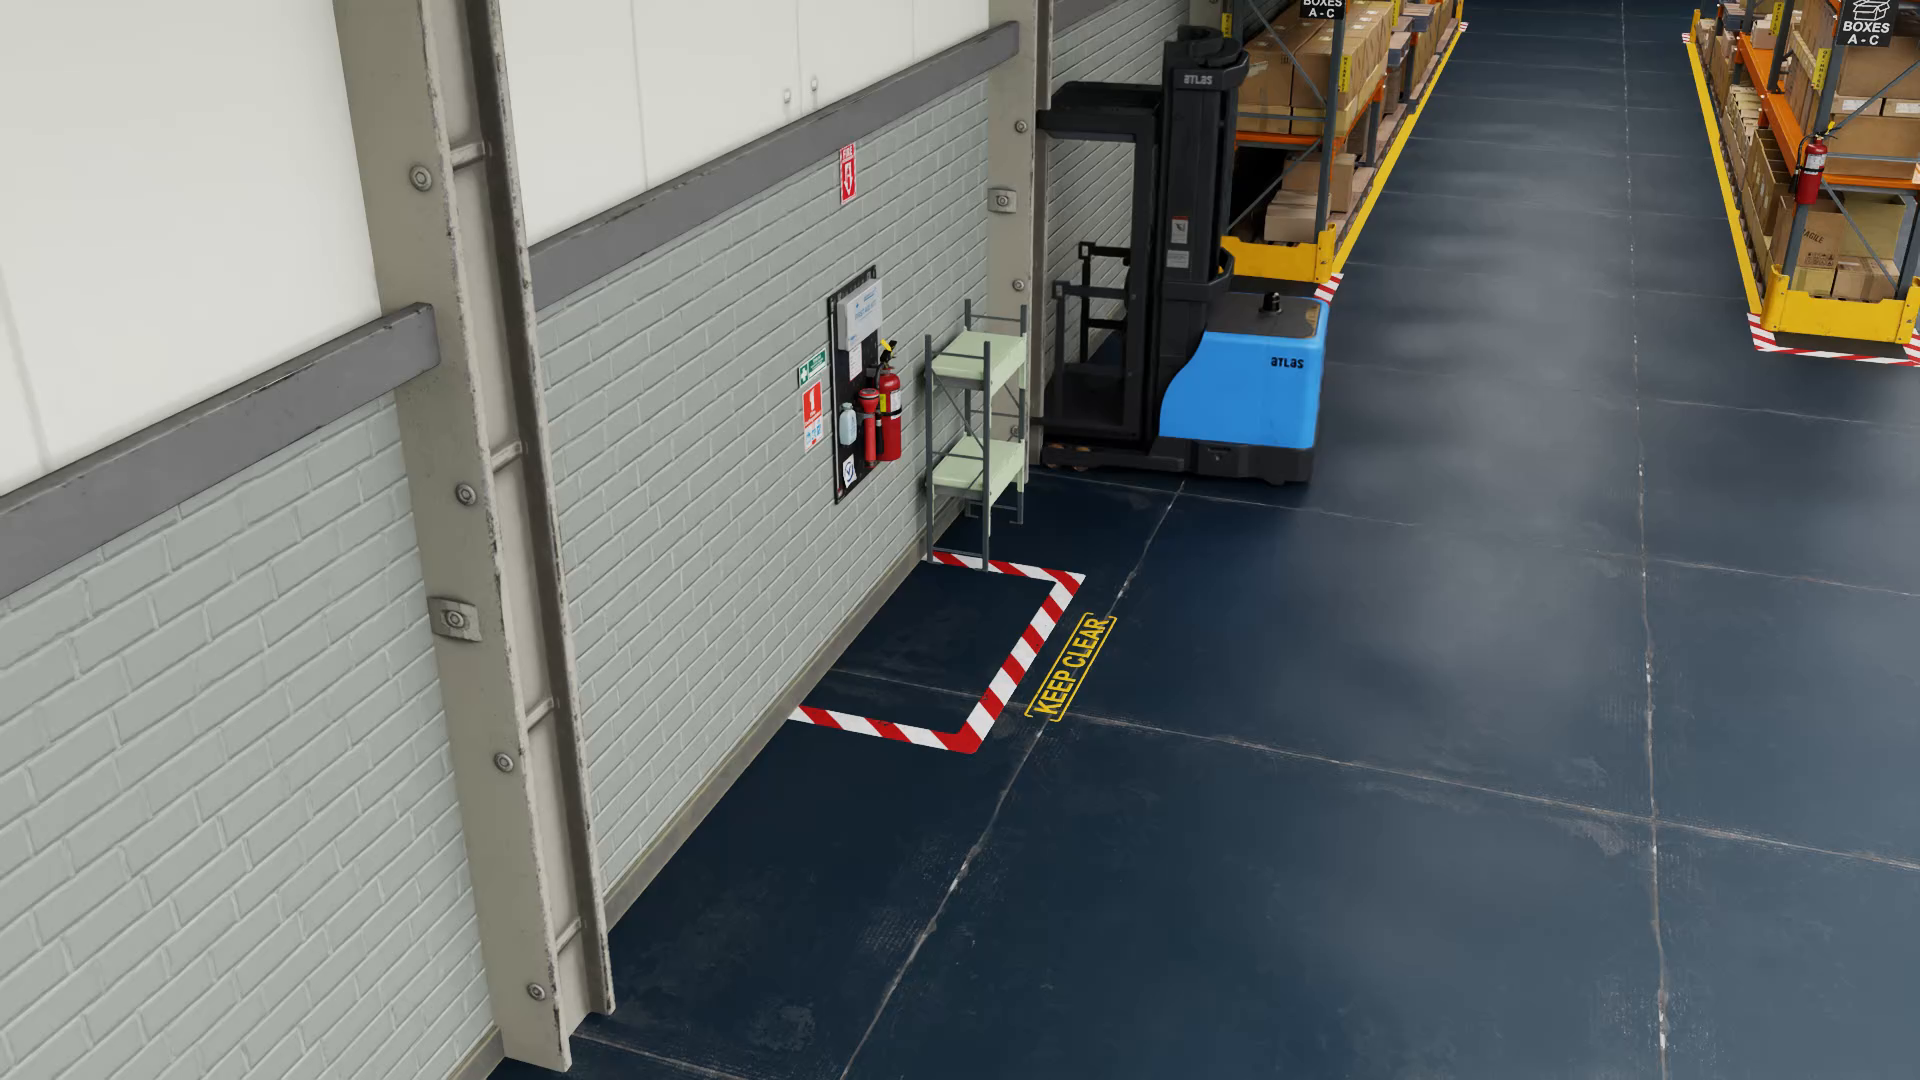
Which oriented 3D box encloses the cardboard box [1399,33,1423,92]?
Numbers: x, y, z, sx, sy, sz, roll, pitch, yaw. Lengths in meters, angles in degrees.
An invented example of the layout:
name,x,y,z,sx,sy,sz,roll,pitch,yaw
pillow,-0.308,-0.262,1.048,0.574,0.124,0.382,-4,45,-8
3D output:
name,x,y,z,sx,sy,sz,roll,pitch,yaw
cardboard box,5.990,-6.692,23.114,0.750,0.750,0.750,8,27,17

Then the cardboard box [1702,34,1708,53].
name,x,y,z,sx,sy,sz,roll,pitch,yaw
cardboard box,11.797,-7.685,25.762,0.500,0.311,0.500,9,27,17

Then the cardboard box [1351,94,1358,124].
name,x,y,z,sx,sy,sz,roll,pitch,yaw
cardboard box,3.581,-4.211,16.154,0.500,0.250,0.500,8,27,16

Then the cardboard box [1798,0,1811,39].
name,x,y,z,sx,sy,sz,roll,pitch,yaw
cardboard box,8.822,-5.272,16.594,0.700,0.500,0.500,9,27,18

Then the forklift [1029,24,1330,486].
name,x,y,z,sx,sy,sz,roll,pitch,yaw
forklift,1.064,-2.026,11.571,3.031,2.935,1.130,6,27,13

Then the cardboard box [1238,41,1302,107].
name,x,y,z,sx,sy,sz,roll,pitch,yaw
cardboard box,2.916,-4.403,15.691,0.500,0.500,0.500,8,27,17

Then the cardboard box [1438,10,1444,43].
name,x,y,z,sx,sy,sz,roll,pitch,yaw
cardboard box,7.469,-8.393,27.030,0.700,0.500,0.500,8,27,17

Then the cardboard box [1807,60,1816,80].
name,x,y,z,sx,sy,sz,roll,pitch,yaw
cardboard box,8.094,-4.342,15.417,0.380,0.149,0.250,8,27,17

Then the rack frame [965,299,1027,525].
name,x,y,z,sx,sy,sz,roll,pitch,yaw
rack frame,0.223,-0.808,10.698,0.400,1.500,0.023,9,27,17

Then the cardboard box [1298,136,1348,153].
name,x,y,z,sx,sy,sz,roll,pitch,yaw
cardboard box,3.983,-4.184,18.313,0.500,0.500,0.500,7,27,14

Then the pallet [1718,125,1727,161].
name,x,y,z,sx,sy,sz,roll,pitch,yaw
pallet,9.984,-4.883,20.592,1.003,0.211,1.213,9,27,17

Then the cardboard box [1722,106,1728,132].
name,x,y,z,sx,sy,sz,roll,pitch,yaw
cardboard box,9.843,-5.249,20.823,0.500,0.250,0.500,9,27,17

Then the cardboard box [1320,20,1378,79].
name,x,y,z,sx,sy,sz,roll,pitch,yaw
cardboard box,3.914,-4.958,16.837,0.500,0.500,0.500,10,27,19

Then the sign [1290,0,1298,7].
name,x,y,z,sx,sy,sz,roll,pitch,yaw
sign,3.766,-6.144,18.668,0.100,0.325,0.005,9,27,17

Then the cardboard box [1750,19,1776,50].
name,x,y,z,sx,sy,sz,roll,pitch,yaw
cardboard box,9.814,-6.091,19.990,0.500,0.311,0.500,8,27,17

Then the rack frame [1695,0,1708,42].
name,x,y,z,sx,sy,sz,roll,pitch,yaw
rack frame,12.956,-9.758,27.462,1.000,3.000,0.127,9,27,17

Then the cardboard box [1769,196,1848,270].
name,x,y,z,sx,sy,sz,roll,pitch,yaw
cardboard box,7.530,-2.735,14.770,0.500,0.500,0.500,9,27,17

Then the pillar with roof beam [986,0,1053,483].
name,x,y,z,sx,sy,sz,roll,pitch,yaw
pillar with roof beam,4.440,-3.923,8.526,9.100,9.000,0.400,9,27,17

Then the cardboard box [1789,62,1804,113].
name,x,y,z,sx,sy,sz,roll,pitch,yaw
cardboard box,8.652,-4.471,16.427,0.700,0.500,0.500,8,27,17

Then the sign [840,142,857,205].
name,x,y,z,sx,sy,sz,roll,pitch,yaw
sign,-0.575,-1.892,8.555,0.001,0.298,0.199,9,27,17

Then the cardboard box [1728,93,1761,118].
name,x,y,z,sx,sy,sz,roll,pitch,yaw
cardboard box,9.676,-5.284,20.252,0.500,0.311,0.500,8,27,16

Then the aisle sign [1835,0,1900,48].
name,x,y,z,sx,sy,sz,roll,pitch,yaw
aisle sign,7.333,-4.368,13.347,0.394,0.787,0.004,9,27,17

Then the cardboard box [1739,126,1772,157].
name,x,y,z,sx,sy,sz,roll,pitch,yaw
cardboard box,8.995,-4.453,18.535,0.500,0.311,0.500,10,27,19

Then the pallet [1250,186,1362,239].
name,x,y,z,sx,sy,sz,roll,pitch,yaw
pallet,3.696,-3.504,17.745,1.003,0.211,1.213,9,27,17

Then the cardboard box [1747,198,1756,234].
name,x,y,z,sx,sy,sz,roll,pitch,yaw
cardboard box,8.181,-3.222,16.636,0.500,0.250,0.500,9,27,17

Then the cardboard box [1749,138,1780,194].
name,x,y,z,sx,sy,sz,roll,pitch,yaw
cardboard box,8.355,-3.764,16.894,0.500,0.500,0.500,9,27,17

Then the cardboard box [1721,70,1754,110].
name,x,y,z,sx,sy,sz,roll,pitch,yaw
cardboard box,10.384,-5.962,21.985,0.500,0.500,0.500,10,28,19

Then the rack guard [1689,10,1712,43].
name,x,y,z,sx,sy,sz,roll,pitch,yaw
rack guard,12.931,-8.602,27.942,1.175,0.500,0.348,9,27,17

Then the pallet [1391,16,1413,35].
name,x,y,z,sx,sy,sz,roll,pitch,yaw
pallet,5.002,-6.281,20.502,1.003,0.211,1.213,9,27,17

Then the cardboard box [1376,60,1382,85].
name,x,y,z,sx,sy,sz,roll,pitch,yaw
cardboard box,4.245,-5.043,17.872,0.500,0.250,0.500,9,27,18

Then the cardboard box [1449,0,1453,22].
name,x,y,z,sx,sy,sz,roll,pitch,yaw
cardboard box,8.145,-9.237,28.771,0.700,0.500,0.500,9,27,17

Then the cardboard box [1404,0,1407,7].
name,x,y,z,sx,sy,sz,roll,pitch,yaw
cardboard box,5.475,-7.236,21.633,0.700,0.500,0.500,6,26,11

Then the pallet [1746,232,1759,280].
name,x,y,z,sx,sy,sz,roll,pitch,yaw
pallet,8.255,-2.748,16.183,1.003,0.211,1.213,9,27,17

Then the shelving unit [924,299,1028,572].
name,x,y,z,sx,sy,sz,roll,pitch,yaw
shelving unit,0.104,-0.657,10.387,0.431,1.500,0.755,9,27,17

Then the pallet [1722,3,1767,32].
name,x,y,z,sx,sy,sz,roll,pitch,yaw
pallet,10.454,-6.673,21.310,1.213,0.211,1.003,9,27,17

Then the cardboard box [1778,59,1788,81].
name,x,y,z,sx,sy,sz,roll,pitch,yaw
cardboard box,9.083,-5.154,18.107,0.396,0.266,0.258,8,27,16

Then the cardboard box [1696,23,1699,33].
name,x,y,z,sx,sy,sz,roll,pitch,yaw
cardboard box,12.410,-8.456,27.519,0.380,0.166,0.250,9,27,17

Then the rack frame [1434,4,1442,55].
name,x,y,z,sx,sy,sz,roll,pitch,yaw
rack frame,6.953,-8.831,25.547,1.000,3.000,0.127,9,27,17

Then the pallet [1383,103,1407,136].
name,x,y,z,sx,sy,sz,roll,pitch,yaw
pallet,5.360,-5.611,22.097,1.003,0.211,1.213,9,27,17

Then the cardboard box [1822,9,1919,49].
name,x,y,z,sx,sy,sz,roll,pitch,yaw
cardboard box,8.154,-4.448,14.890,0.700,0.500,0.500,9,27,18

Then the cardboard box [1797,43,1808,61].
name,x,y,z,sx,sy,sz,roll,pitch,yaw
cardboard box,8.438,-4.764,16.288,0.380,0.149,0.250,8,27,17

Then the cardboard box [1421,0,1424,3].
name,x,y,z,sx,sy,sz,roll,pitch,yaw
cardboard box,6.025,-7.538,22.397,0.500,0.500,0.500,10,27,19

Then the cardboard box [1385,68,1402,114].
name,x,y,z,sx,sy,sz,roll,pitch,yaw
cardboard box,5.431,-5.957,21.974,0.700,0.500,0.500,9,27,18

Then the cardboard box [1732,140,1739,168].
name,x,y,z,sx,sy,sz,roll,pitch,yaw
cardboard box,9.168,-4.408,19.086,0.500,0.250,0.500,9,27,19

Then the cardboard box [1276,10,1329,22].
name,x,y,z,sx,sy,sz,roll,pitch,yaw
cardboard box,3.591,-5.244,17.426,0.500,0.500,0.500,10,27,19

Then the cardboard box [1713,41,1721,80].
name,x,y,z,sx,sy,sz,roll,pitch,yaw
cardboard box,11.068,-6.803,23.722,0.500,0.500,0.500,9,27,18

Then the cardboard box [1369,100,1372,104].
name,x,y,z,sx,sy,sz,roll,pitch,yaw
cardboard box,4.644,-5.141,20.289,0.700,0.500,0.500,8,27,16

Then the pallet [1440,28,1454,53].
name,x,y,z,sx,sy,sz,roll,pitch,yaw
pallet,7.684,-8.380,27.816,1.003,0.211,1.213,9,27,17

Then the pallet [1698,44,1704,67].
name,x,y,z,sx,sy,sz,roll,pitch,yaw
pallet,12.259,-7.644,26.296,1.003,0.211,1.213,9,27,17

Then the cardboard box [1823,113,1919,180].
name,x,y,z,sx,sy,sz,roll,pitch,yaw
cardboard box,7.800,-3.418,14.252,0.700,0.500,0.500,9,27,17

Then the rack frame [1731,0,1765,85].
name,x,y,z,sx,sy,sz,roll,pitch,yaw
rack frame,10.294,-6.470,20.672,1.000,3.000,0.127,9,27,17

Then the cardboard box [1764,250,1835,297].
name,x,y,z,sx,sy,sz,roll,pitch,yaw
cardboard box,7.532,-2.397,14.933,0.500,0.250,0.500,9,27,17

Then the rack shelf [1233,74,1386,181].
name,x,y,z,sx,sy,sz,roll,pitch,yaw
rack shelf,3.625,-4.398,17.216,1.077,0.370,4.000,9,27,17

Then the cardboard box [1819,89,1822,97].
name,x,y,z,sx,sy,sz,roll,pitch,yaw
cardboard box,7.750,-3.917,14.539,0.380,0.149,0.250,8,27,17
